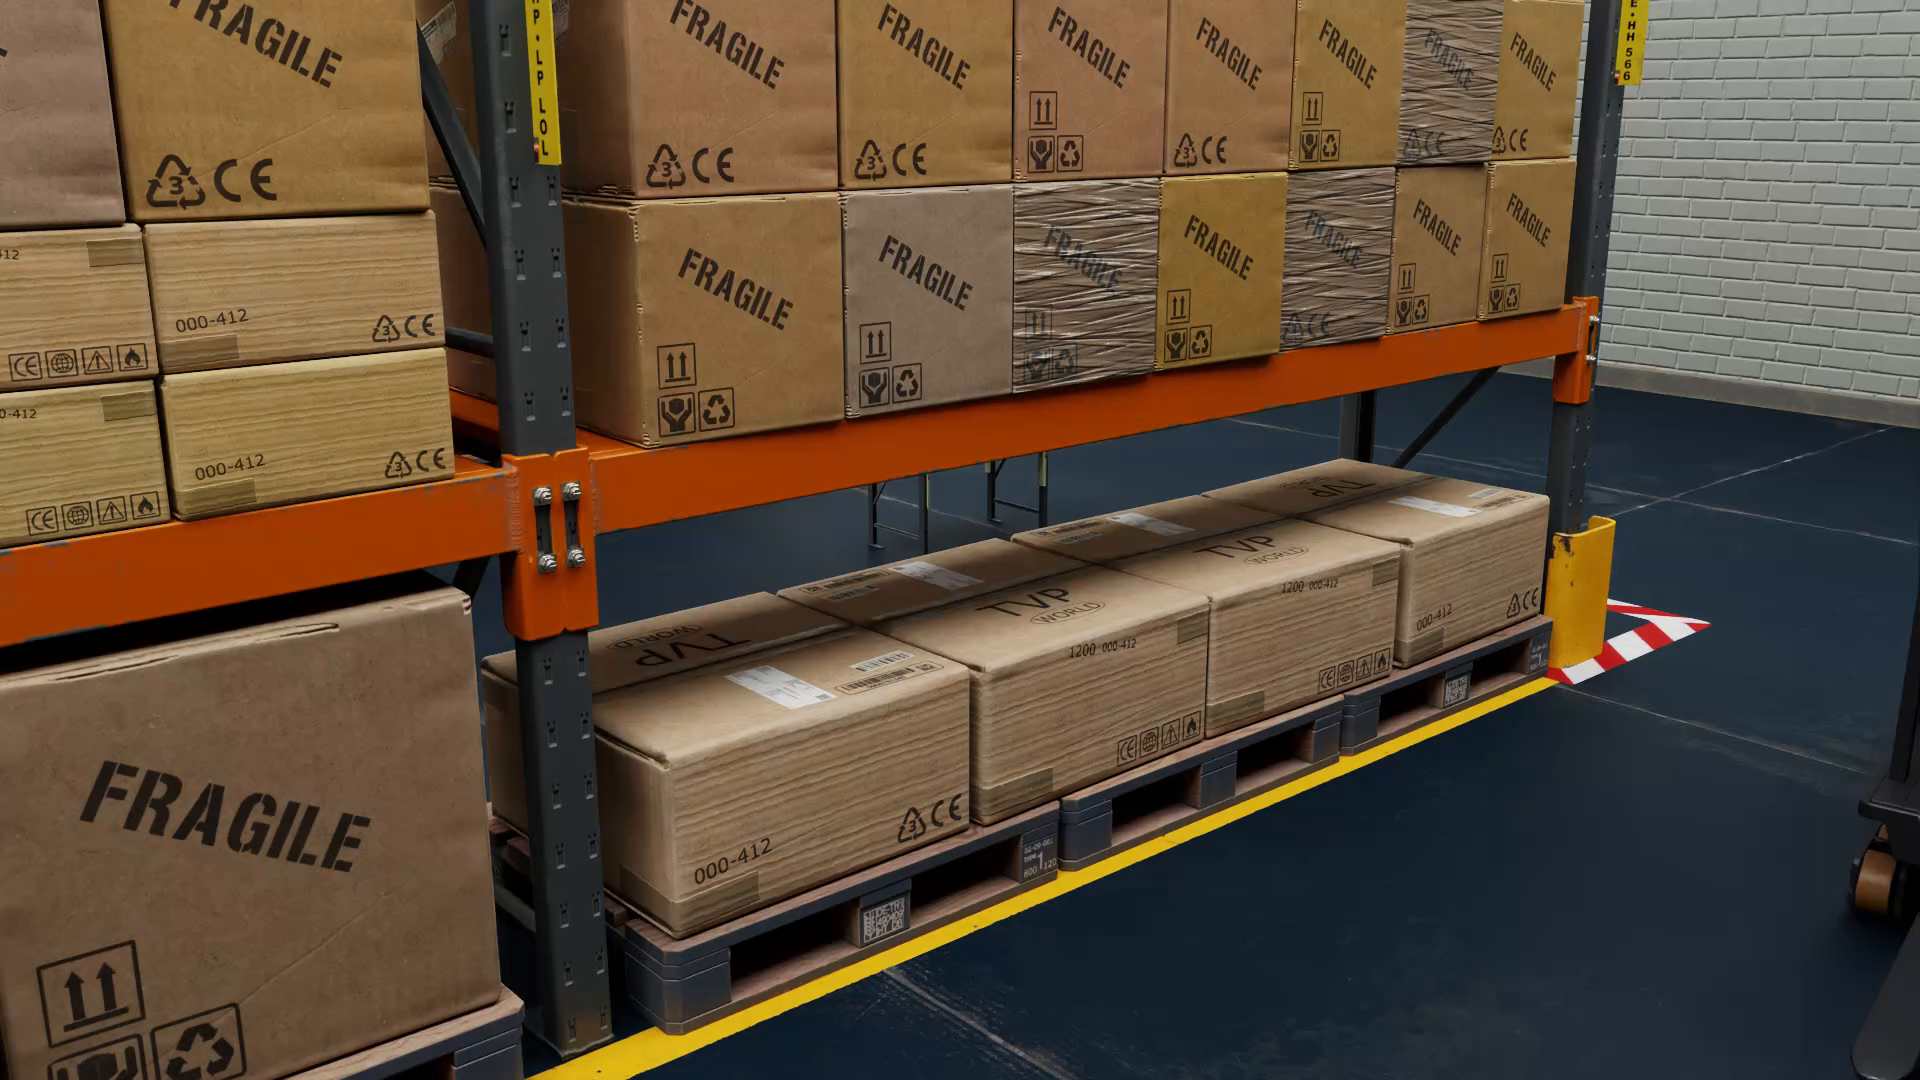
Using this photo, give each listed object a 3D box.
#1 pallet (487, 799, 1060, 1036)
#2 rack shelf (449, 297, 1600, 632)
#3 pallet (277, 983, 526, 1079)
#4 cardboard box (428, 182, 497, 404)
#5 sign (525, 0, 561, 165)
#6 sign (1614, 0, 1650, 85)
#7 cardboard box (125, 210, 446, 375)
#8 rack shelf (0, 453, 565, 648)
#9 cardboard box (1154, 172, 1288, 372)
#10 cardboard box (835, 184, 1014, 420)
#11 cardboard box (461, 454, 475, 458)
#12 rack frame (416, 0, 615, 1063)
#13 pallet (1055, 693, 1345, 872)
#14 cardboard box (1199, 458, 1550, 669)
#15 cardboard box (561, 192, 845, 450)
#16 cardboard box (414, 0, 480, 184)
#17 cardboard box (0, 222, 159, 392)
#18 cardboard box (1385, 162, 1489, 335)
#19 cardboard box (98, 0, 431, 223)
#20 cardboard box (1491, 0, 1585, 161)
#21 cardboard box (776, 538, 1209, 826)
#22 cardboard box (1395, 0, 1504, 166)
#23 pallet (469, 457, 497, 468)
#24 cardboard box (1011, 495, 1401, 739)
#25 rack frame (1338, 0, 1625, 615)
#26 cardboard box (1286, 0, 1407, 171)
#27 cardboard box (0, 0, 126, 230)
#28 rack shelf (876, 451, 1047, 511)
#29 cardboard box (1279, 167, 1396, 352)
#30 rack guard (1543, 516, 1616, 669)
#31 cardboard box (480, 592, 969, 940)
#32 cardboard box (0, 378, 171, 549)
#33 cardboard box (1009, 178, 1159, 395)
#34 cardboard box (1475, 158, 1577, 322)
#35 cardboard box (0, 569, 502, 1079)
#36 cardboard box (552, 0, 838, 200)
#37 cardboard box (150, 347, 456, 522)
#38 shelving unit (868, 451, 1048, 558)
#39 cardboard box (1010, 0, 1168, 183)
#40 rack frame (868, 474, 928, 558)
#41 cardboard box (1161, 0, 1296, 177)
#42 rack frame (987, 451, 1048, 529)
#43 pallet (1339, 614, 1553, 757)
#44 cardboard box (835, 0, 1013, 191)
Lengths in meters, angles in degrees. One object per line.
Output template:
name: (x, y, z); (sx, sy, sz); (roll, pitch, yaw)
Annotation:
pallet: (-0.505, 0.796, 4.362); (1.213, 0.211, 1.003); (-13, 19, -39)
rack shelf: (0.378, -0.429, 4.938); (4.000, 0.370, 1.077); (-13, 19, -39)
pallet: (-1.663, 1.055, 3.393); (1.213, 0.211, 1.003); (-13, 19, -39)
cardboard box: (-0.948, -0.615, 4.045); (0.500, 0.500, 0.500); (-12, 19, -39)
sign: (-0.767, -0.855, 3.049); (0.005, 0.325, 0.100); (-13, 19, -39)
sign: (2.233, -1.681, 5.530); (0.005, 0.325, 0.100); (-13, 19, -39)
cardboard box: (-1.303, -0.485, 3.075); (0.500, 0.250, 0.500); (-13, 20, -39)
rack shelf: (-2.639, 0.248, 2.402); (4.000, 0.370, 1.077); (-13, 19, -39)
cardboard box: (0.546, -0.770, 4.625); (0.500, 0.500, 0.500); (-12, 19, -38)
cardboard box: (-0.222, -0.599, 3.987); (0.500, 0.500, 0.500); (-12, 19, -39)
cardboard box: (-2.630, -0.524, 8.612); (0.250, 0.149, 0.380); (-12, 19, -38)
rack frame: (-1.130, -0.438, 3.577); (0.127, 3.000, 1.000); (-13, 19, -39)
pallet: (0.415, 0.588, 5.140); (1.213, 0.211, 1.003); (-13, 19, -39)
cardboard box: (1.455, 0.051, 5.899); (0.875, 0.438, 0.875); (-14, 20, -41)
cardboard box: (-0.604, -0.515, 3.671); (0.500, 0.500, 0.500); (-12, 19, -38)
cardboard box: (-0.956, -1.103, 3.936); (0.500, 0.500, 0.500); (-13, 20, -40)
cardboard box: (-1.676, -0.399, 2.753); (0.500, 0.250, 0.500); (-12, 19, -38)
cardboard box: (1.309, -0.949, 5.295); (0.500, 0.500, 0.500); (-13, 20, -41)
cardboard box: (-1.303, -0.845, 2.969); (0.500, 0.500, 0.500); (-12, 19, -38)
cardboard box: (1.680, -1.519, 5.493); (0.500, 0.500, 0.500); (-12, 19, -38)
cardboard box: (0.089, 0.360, 4.742); (0.875, 0.438, 0.875); (-13, 20, -41)
cardboard box: (1.305, -1.425, 5.140); (0.500, 0.500, 0.500); (-13, 19, -39)
pallet: (-3.052, -0.366, 8.710); (1.213, 0.211, 1.003); (-13, 19, -39)
cardboard box: (0.770, 0.207, 5.312); (0.875, 0.438, 0.875); (-12, 19, -38)
rack frame: (1.887, -1.116, 6.114); (0.127, 3.000, 1.000); (-13, 19, -39)
cardboard box: (0.930, -1.342, 4.829); (0.500, 0.500, 0.500); (-13, 20, -40)
cardboard box: (-1.688, -0.756, 2.635); (0.500, 0.500, 0.500); (-12, 19, -38)
rack shelf: (-0.005, -0.408, 7.636); (0.720, 0.370, 0.431); (-13, 19, -39)
cardboard box: (0.927, -0.860, 4.962); (0.500, 0.500, 0.500); (-12, 19, -38)
rack guard: (1.905, 0.088, 6.452); (0.348, 0.500, 1.175); (-13, 19, -39)
cardboard box: (-0.586, 0.512, 4.174); (0.875, 0.438, 0.875); (-13, 20, -40)
cardboard box: (-1.688, -0.154, 2.806); (0.500, 0.250, 0.500); (-13, 20, -40)
cardboard box: (0.157, -0.682, 4.298); (0.500, 0.500, 0.500); (-12, 19, -39)
cardboard box: (1.697, -1.031, 5.602); (0.500, 0.500, 0.500); (-13, 19, -39)
cardboard box: (-1.546, 0.506, 3.346); (0.875, 0.875, 0.875); (-12, 19, -38)
cardboard box: (-0.612, -1.003, 3.561); (0.500, 0.500, 0.500); (-12, 19, -39)
cardboard box: (-1.303, -0.240, 3.128); (0.500, 0.250, 0.500); (-13, 20, -41)
shelving unit: (-0.005, -0.723, 7.552); (0.755, 1.500, 0.431); (-13, 19, -39)
cardboard box: (0.167, -1.172, 4.193); (0.500, 0.500, 0.500); (-12, 19, -38)
rack frame: (-0.281, -0.661, 7.320); (0.023, 1.500, 0.400); (-13, 19, -39)
cardboard box: (0.549, -1.257, 4.511); (0.500, 0.500, 0.500); (-13, 20, -40)
rack frame: (0.271, -0.785, 7.784); (0.023, 1.500, 0.400); (-13, 19, -39)
pallet: (1.335, 0.382, 5.910); (1.213, 0.211, 1.003); (-13, 19, -39)
cardboard box: (-0.227, -1.087, 3.876); (0.500, 0.500, 0.500); (-13, 20, -40)
